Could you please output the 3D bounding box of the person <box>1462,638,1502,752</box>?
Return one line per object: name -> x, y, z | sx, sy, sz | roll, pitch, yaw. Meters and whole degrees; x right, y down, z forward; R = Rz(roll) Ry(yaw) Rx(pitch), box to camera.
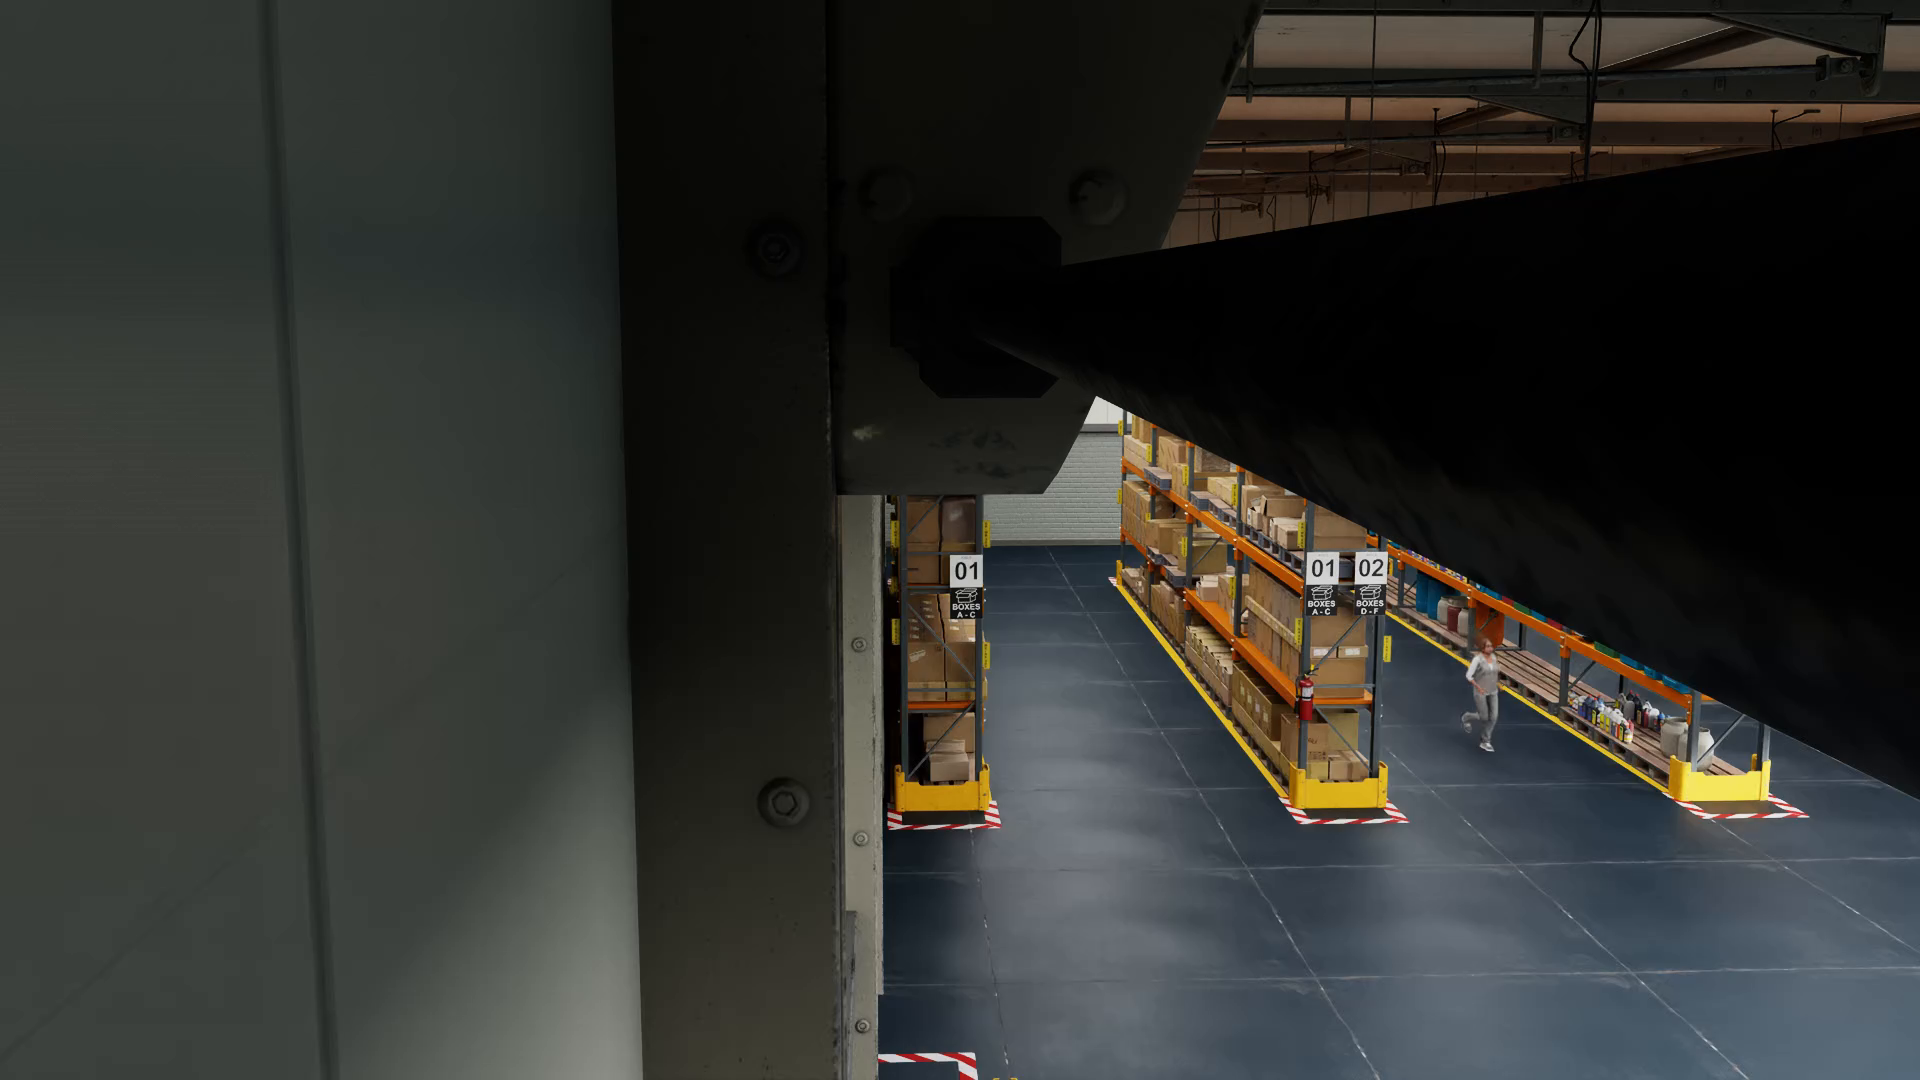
person -> 7.333, 2.143, 23.312 | 0.536, 1.565, 0.651 | -3, 9, -17
